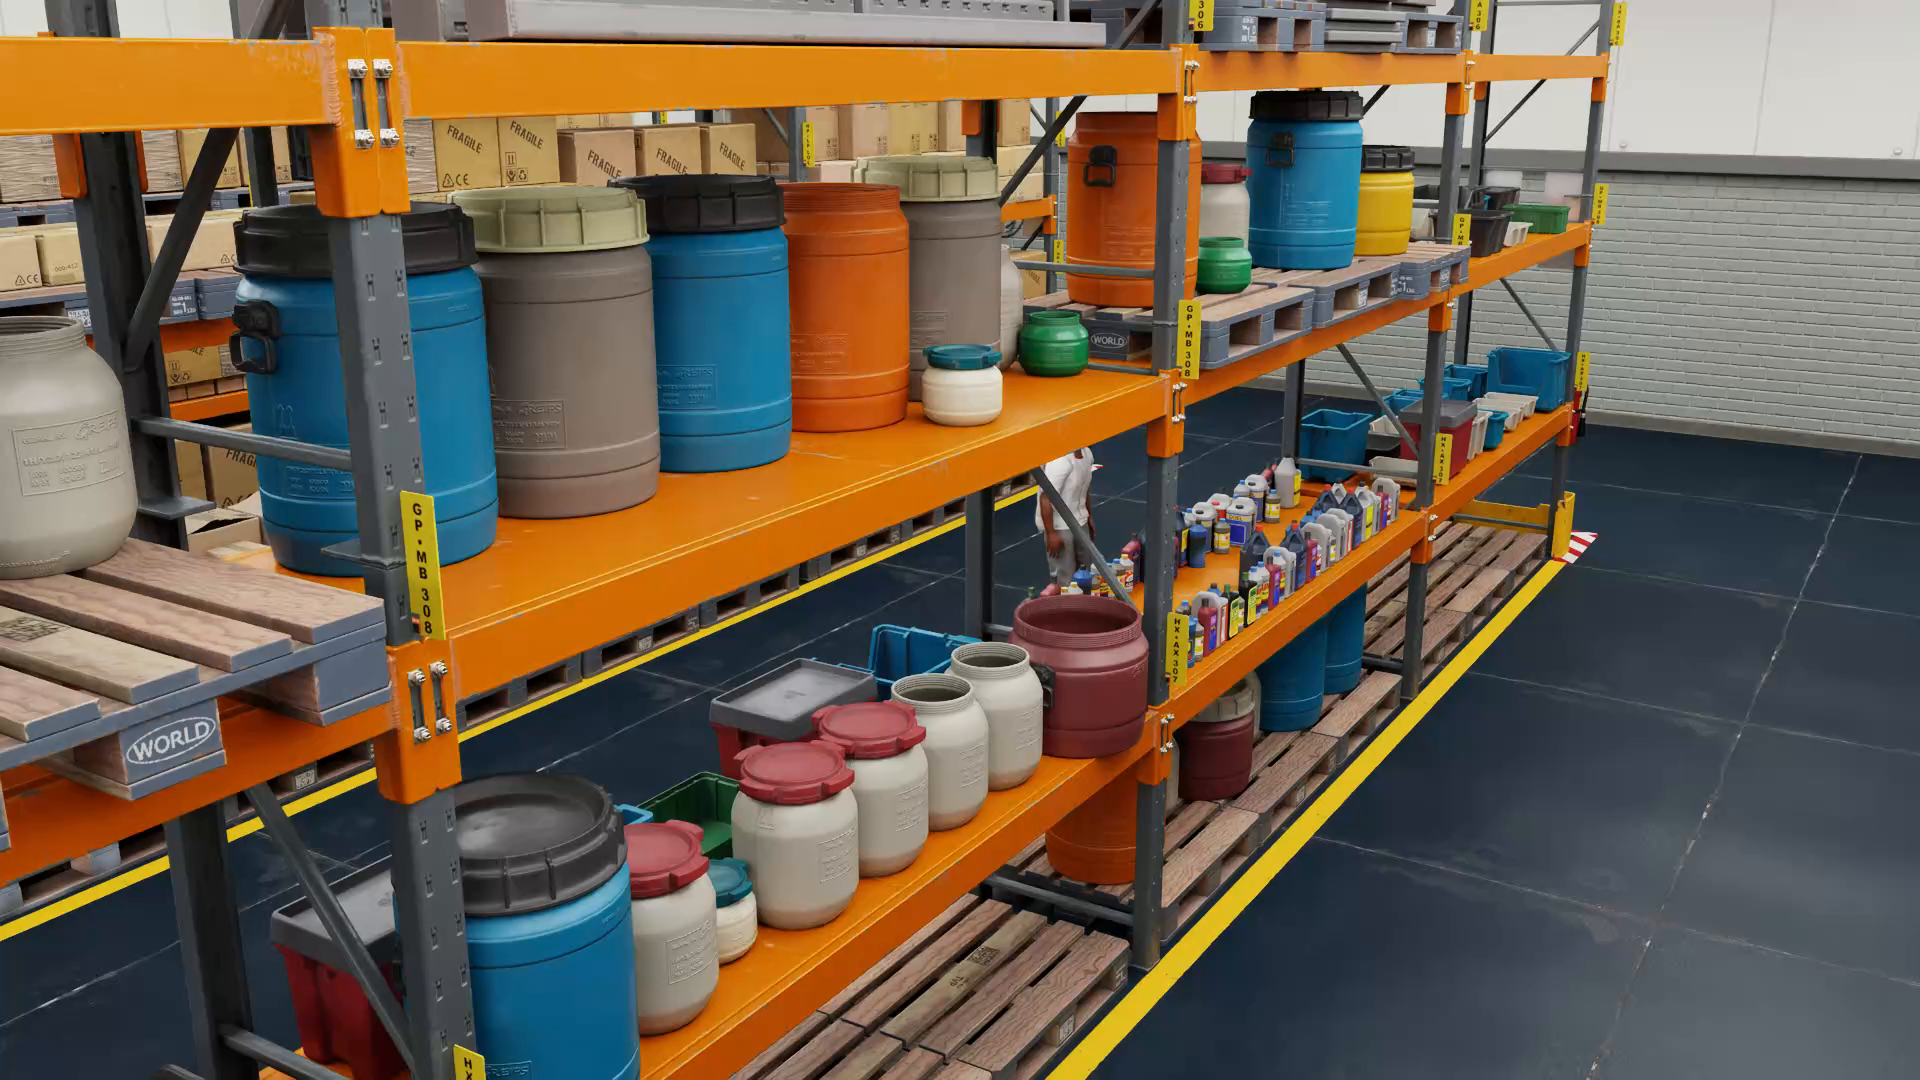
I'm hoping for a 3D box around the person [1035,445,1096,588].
[{"bbox_3d":[0.782,-0.094,11.827,0.460,1.760,0.627,10,19,31],"label":"person"}]
